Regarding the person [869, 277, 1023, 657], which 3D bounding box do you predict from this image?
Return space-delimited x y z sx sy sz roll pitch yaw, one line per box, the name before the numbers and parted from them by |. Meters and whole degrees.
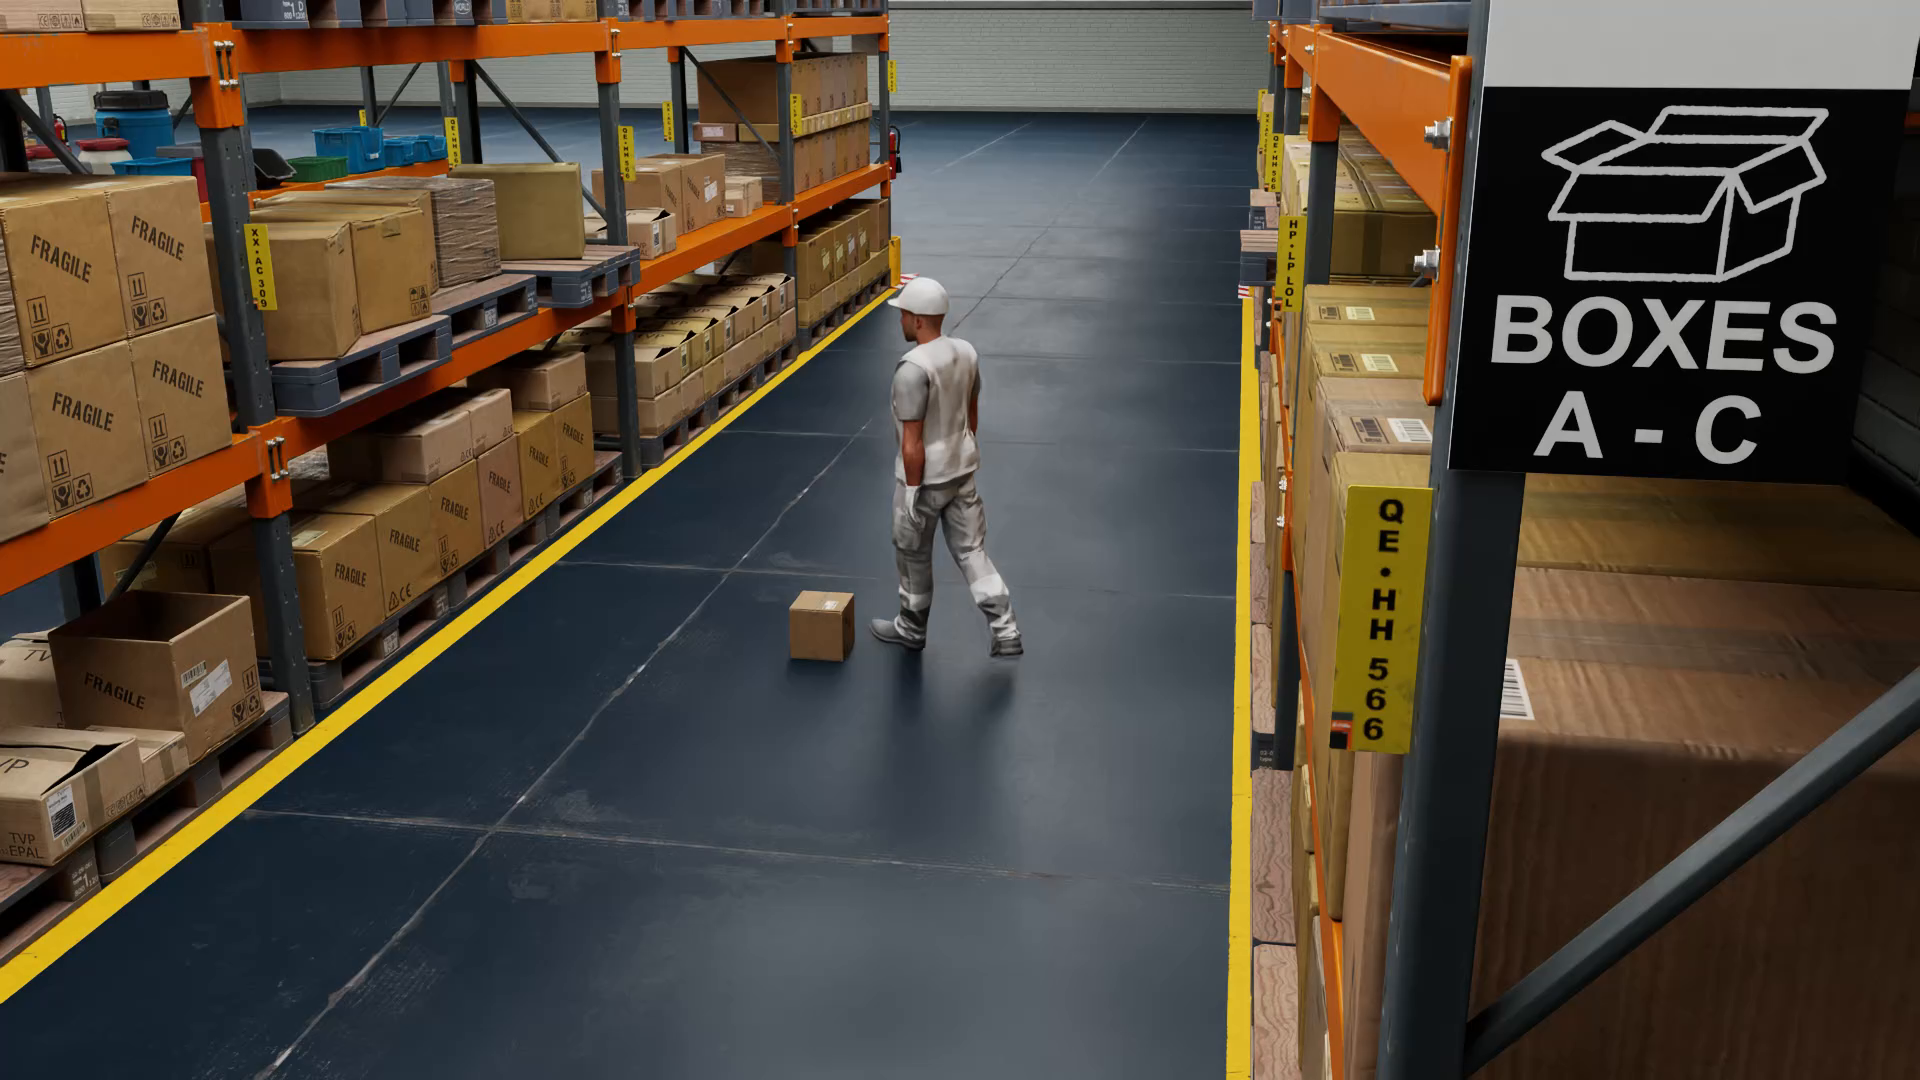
person | -0.065 -0.287 7.430 0.921 1.773 0.639 15 23 39
